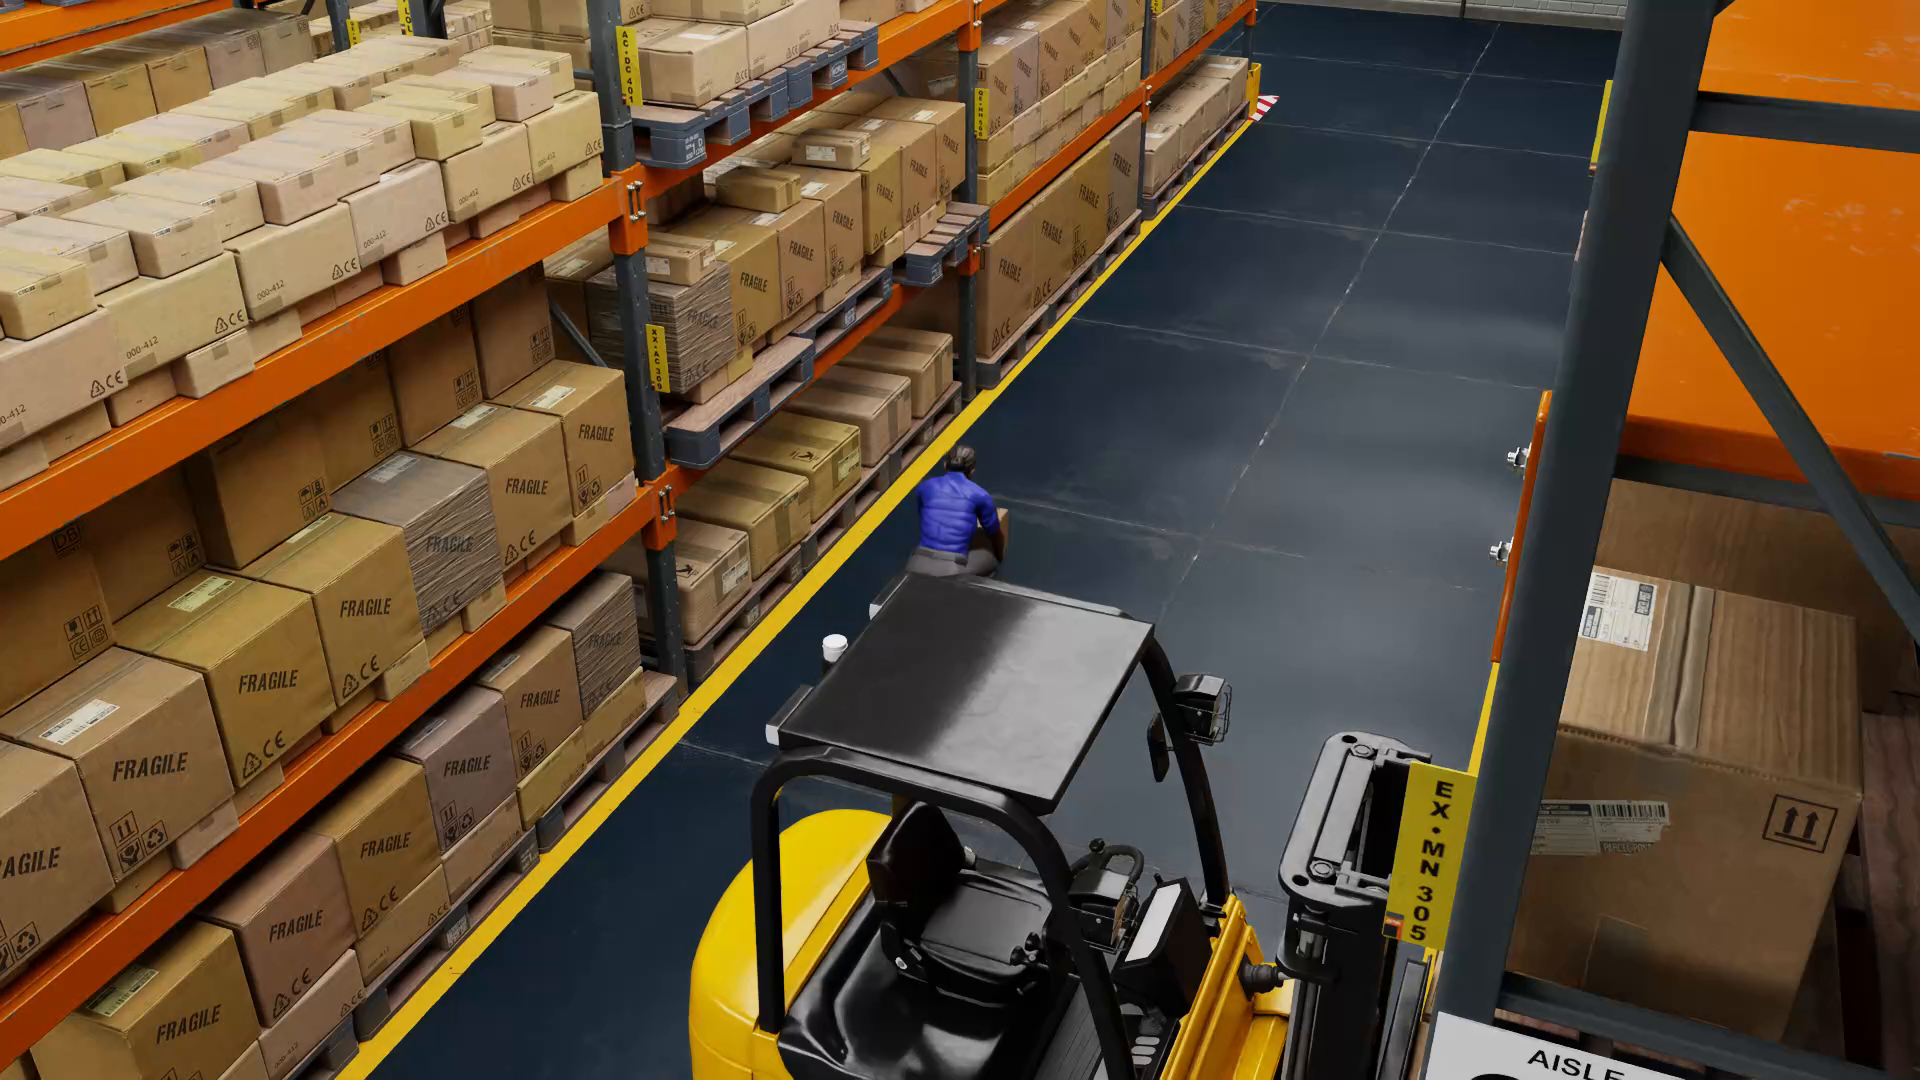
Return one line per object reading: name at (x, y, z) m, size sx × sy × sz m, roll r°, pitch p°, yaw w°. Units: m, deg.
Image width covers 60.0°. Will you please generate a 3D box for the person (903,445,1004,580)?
person at (-0.040, 0.015, 9.113) m, size 0.482 × 0.928 × 0.827 m, roll 11°, pitch 32°, yaw 19°
